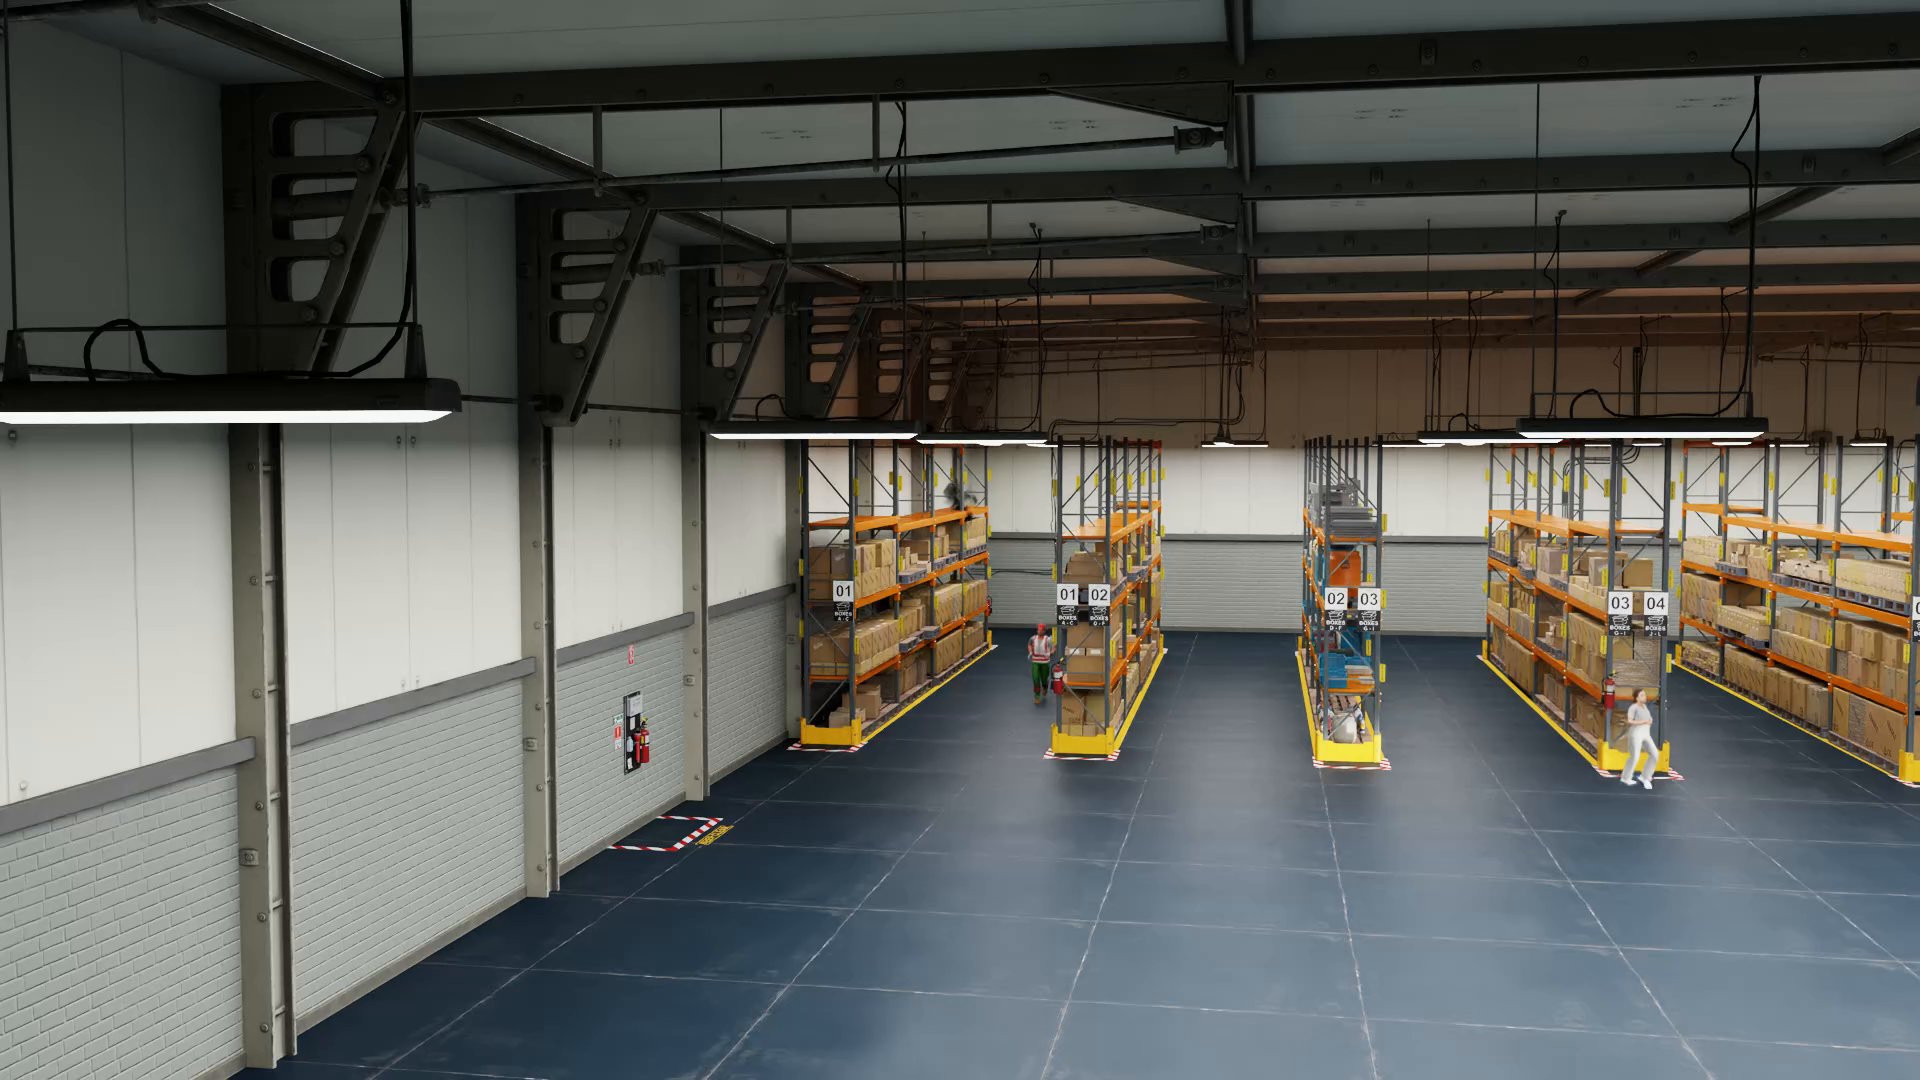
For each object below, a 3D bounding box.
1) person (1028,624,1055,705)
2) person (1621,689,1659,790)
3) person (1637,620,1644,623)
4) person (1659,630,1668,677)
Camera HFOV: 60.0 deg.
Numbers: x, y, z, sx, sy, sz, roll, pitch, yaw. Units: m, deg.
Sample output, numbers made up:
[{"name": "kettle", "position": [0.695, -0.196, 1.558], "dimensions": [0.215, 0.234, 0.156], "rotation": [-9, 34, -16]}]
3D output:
[{"name": "person", "position": [1.831, 2.788, 37.675], "dimensions": [0.656, 1.792, 0.983], "rotation": [1, 3, 11]}, {"name": "person", "position": [11.508, 3.373, 28.149], "dimensions": [0.568, 1.713, 0.650], "rotation": [-1, 3, -25]}, {"name": "person", "position": [18.007, 2.463, 44.779], "dimensions": [0.781, 1.674, 0.765], "rotation": [1, 3, 11]}, {"name": "person", "position": [17.337, 2.660, 41.348], "dimensions": [0.531, 1.700, 0.760], "rotation": [1, 3, 16]}]
